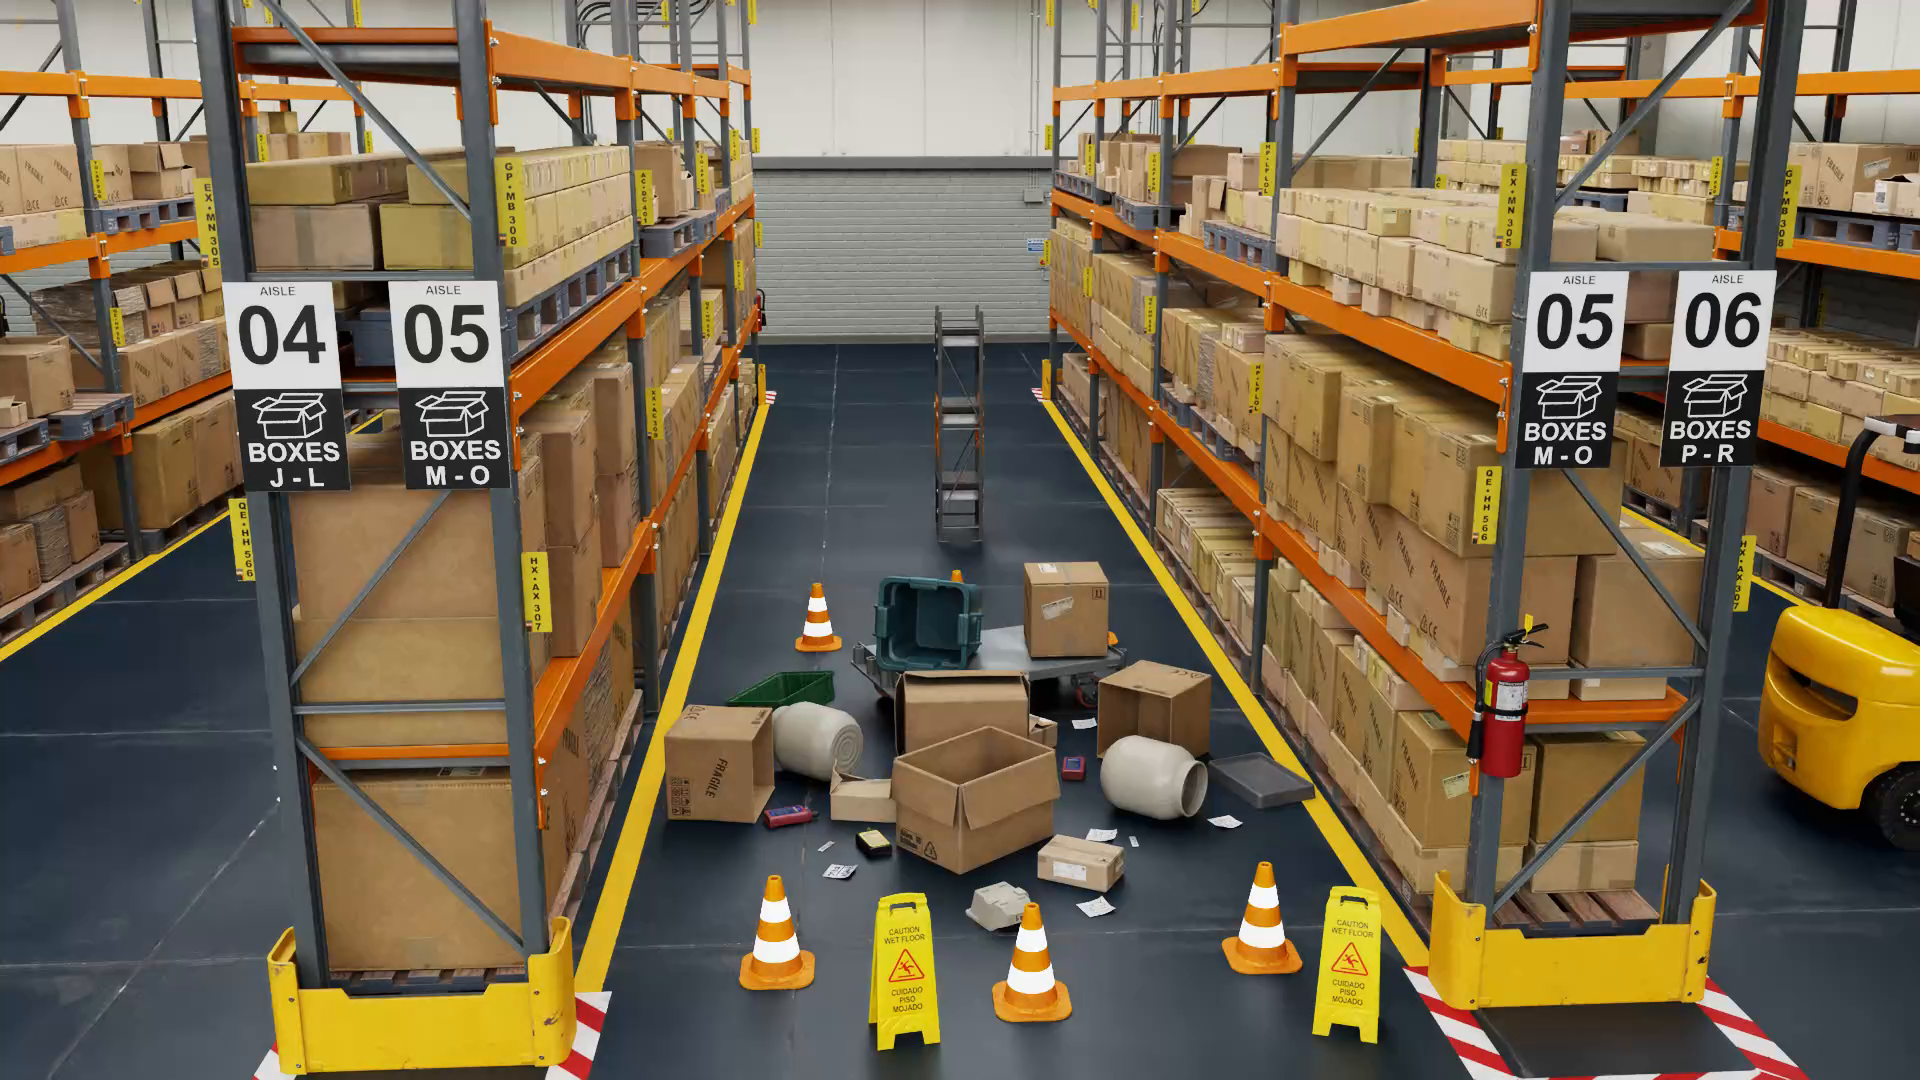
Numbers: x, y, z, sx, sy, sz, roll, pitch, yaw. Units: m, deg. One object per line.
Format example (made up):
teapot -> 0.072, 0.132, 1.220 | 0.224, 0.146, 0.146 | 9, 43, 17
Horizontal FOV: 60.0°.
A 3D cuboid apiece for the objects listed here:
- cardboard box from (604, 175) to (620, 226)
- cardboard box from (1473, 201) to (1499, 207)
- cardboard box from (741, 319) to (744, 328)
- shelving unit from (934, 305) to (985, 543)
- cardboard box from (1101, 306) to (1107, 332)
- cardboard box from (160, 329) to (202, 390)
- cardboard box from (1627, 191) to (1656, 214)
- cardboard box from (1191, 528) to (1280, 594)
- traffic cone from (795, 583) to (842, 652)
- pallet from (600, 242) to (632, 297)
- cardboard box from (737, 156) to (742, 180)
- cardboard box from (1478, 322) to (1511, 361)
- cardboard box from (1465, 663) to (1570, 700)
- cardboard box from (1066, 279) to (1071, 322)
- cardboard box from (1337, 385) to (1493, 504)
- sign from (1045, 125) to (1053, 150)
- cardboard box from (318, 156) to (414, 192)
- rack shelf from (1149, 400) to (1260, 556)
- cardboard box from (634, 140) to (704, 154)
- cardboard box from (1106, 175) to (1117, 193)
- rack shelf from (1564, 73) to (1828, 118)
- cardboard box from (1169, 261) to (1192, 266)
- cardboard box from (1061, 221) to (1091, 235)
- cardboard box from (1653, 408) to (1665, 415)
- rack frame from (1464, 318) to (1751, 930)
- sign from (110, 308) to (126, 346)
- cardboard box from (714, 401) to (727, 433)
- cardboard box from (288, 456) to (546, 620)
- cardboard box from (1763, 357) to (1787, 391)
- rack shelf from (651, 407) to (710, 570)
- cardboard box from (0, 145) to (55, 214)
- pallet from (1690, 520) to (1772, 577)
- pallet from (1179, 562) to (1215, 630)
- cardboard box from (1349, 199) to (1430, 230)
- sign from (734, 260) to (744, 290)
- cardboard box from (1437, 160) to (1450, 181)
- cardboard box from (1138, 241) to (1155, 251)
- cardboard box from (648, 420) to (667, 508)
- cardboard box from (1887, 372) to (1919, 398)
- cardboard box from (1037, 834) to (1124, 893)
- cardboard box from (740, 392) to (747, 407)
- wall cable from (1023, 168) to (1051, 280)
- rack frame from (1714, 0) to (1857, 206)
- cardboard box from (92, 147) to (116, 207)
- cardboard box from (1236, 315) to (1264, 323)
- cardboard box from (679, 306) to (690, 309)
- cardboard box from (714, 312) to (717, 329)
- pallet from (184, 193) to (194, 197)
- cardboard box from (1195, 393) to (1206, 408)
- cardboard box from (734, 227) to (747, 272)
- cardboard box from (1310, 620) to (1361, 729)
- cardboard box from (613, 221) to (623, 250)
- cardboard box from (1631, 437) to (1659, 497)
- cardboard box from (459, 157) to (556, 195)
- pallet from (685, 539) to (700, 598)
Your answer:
cardboard box -> -2.148, -1.856, 9.085 | 0.500, 0.250, 0.500 | -1, 14, -4
cardboard box -> 2.897, -1.684, 8.658 | 0.380, 0.149, 0.250 | -1, 14, -3
cardboard box -> -2.782, -2.595, 19.819 | 0.380, 0.149, 0.250 | 0, 14, -1
shelving unit -> -0.010, -1.058, 15.148 | 0.431, 2.100, 0.503 | -1, 14, -3
cardboard box -> 1.779, -2.342, 17.631 | 0.500, 0.250, 0.500 | -1, 14, -3
cardboard box -> -7.498, -1.697, 15.625 | 0.500, 0.500, 0.500 | -1, 14, -4
cardboard box -> 6.837, -3.252, 16.150 | 0.500, 0.250, 0.500 | -1, 14, -3
cardboard box -> 2.341, 0.161, 13.035 | 0.950, 0.372, 0.625 | 0, 14, -2
traffic cone -> -1.042, 0.547, 12.194 | 0.336, 0.463, 0.334 | -1, 14, -3
pallet -> -2.425, -1.531, 9.337 | 1.003, 0.211, 1.213 | -1, 14, -3
cardboard box -> -2.795, -4.309, 19.255 | 0.500, 0.250, 0.500 | -1, 14, -2
cardboard box -> 2.415, -0.847, 7.005 | 0.380, 0.149, 0.250 | -1, 14, -3
cardboard box -> 2.480, 0.601, 7.400 | 0.380, 0.149, 0.250 | 0, 14, -2
cardboard box -> 1.589, -2.959, 20.528 | 0.500, 0.500, 0.500 | 0, 14, -2
cardboard box -> 2.309, -0.483, 8.303 | 0.700, 0.500, 0.500 | -1, 14, -4
sign -> 1.171, -5.318, 21.965 | 0.100, 0.325, 0.005 | -1, 14, -3
cardboard box -> -2.639, -1.630, 7.404 | 0.380, 0.149, 0.250 | -1, 14, -3
rack shelf -> 2.345, -0.575, 12.909 | 1.077, 0.370, 4.000 | -1, 14, -3
cardboard box -> -3.048, -3.923, 17.413 | 0.700, 0.500, 0.500 | -1, 14, -3
cardboard box -> 1.702, -3.638, 16.978 | 0.380, 0.166, 0.250 | -2, 15, -7
rack shelf -> 7.051, -4.359, 16.379 | 1.077, 0.370, 4.000 | -1, 14, -3
cardboard box -> 2.302, -2.586, 17.074 | 0.500, 0.500, 0.500 | 0, 14, -2
cardboard box -> 1.494, -3.969, 21.147 | 0.380, 0.149, 0.250 | -1, 14, -5
cardboard box -> 7.320, -1.261, 17.002 | 0.380, 0.149, 0.250 | -1, 14, -3
rack frame -> 2.716, 0.569, 7.020 | 1.000, 3.000, 0.127 | -1, 14, -3
sign -> -7.129, -1.801, 14.065 | 0.100, 0.325, 0.005 | -1, 14, -3
cardboard box -> -2.597, -1.229, 16.677 | 0.500, 0.250, 0.500 | -2, 15, -6
cardboard box -> -2.202, -0.018, 6.833 | 0.875, 0.550, 0.550 | -1, 14, -3
cardboard box -> 6.988, -1.429, 14.083 | 0.500, 0.250, 0.500 | 0, 14, -2
rack shelf -> -2.590, -0.473, 12.514 | 1.077, 0.370, 4.000 | -1, 14, -3
cardboard box -> -7.348, -2.769, 12.768 | 0.500, 0.500, 0.500 | -1, 14, -4
pallet -> 7.187, 0.057, 14.603 | 1.003, 0.211, 1.213 | -1, 14, -3
pallet -> 2.340, 0.427, 13.168 | 1.003, 0.211, 1.213 | -1, 14, -3
cardboard box -> 2.298, -1.737, 8.865 | 0.380, 0.149, 0.250 | -1, 14, -4
sign -> -2.408, -2.884, 18.117 | 0.100, 0.325, 0.005 | -1, 14, -3
cardboard box -> 6.486, -4.771, 21.459 | 0.500, 0.250, 0.500 | -1, 14, -2
cardboard box -> 2.212, -3.345, 18.722 | 0.380, 0.149, 0.250 | -1, 14, -4
cardboard box -> -2.230, -0.508, 11.003 | 0.500, 0.500, 0.500 | -1, 14, -3
cardboard box -> 7.034, -1.137, 12.145 | 0.380, 0.149, 0.250 | -1, 14, -5
cardboard box -> 0.619, 1.655, 8.520 | 0.380, 0.149, 0.250 | 7, 16, 26
cardboard box -> -2.781, -1.697, 20.108 | 0.380, 0.149, 0.250 | -1, 14, -4
wall cable -> 1.352, -5.320, 27.804 | 0.585, 1.953, 0.123 | -1, 14, -3
rack frame -> 7.175, -4.404, 14.306 | 1.000, 3.000, 0.127 | -1, 14, -3
cardboard box -> -7.780, -3.125, 14.304 | 0.797, 0.503, 0.637 | 0, 14, 0
cardboard box -> 2.569, -1.580, 13.729 | 0.500, 0.500, 0.500 | -1, 14, -4
cardboard box -> -2.644, -2.196, 16.233 | 0.380, 0.149, 0.250 | -1, 14, -4
cardboard box -> -2.688, -2.249, 17.035 | 0.380, 0.149, 0.250 | -1, 14, -5
pallet -> -7.812, -3.395, 16.791 | 0.805, 0.209, 1.217 | -1, 15, -6
cardboard box -> 2.099, -1.152, 13.368 | 0.380, 0.149, 0.250 | 0, 14, 0
cardboard box -> -2.824, -3.489, 19.986 | 0.500, 0.500, 0.500 | -1, 14, -5
cardboard box -> 2.311, 0.752, 9.478 | 0.500, 0.500, 0.500 | 0, 14, -1
cardboard box -> -2.091, -1.695, 9.258 | 0.380, 0.149, 0.250 | -1, 14, -3
cardboard box -> 6.913, -0.718, 16.193 | 0.500, 0.500, 0.500 | -1, 14, -4
cardboard box -> -1.967, -1.575, 7.194 | 0.380, 0.149, 0.250 | -1, 14, -3
pallet -> -2.740, 0.228, 13.939 | 1.003, 0.211, 1.213 | -1, 14, -3
